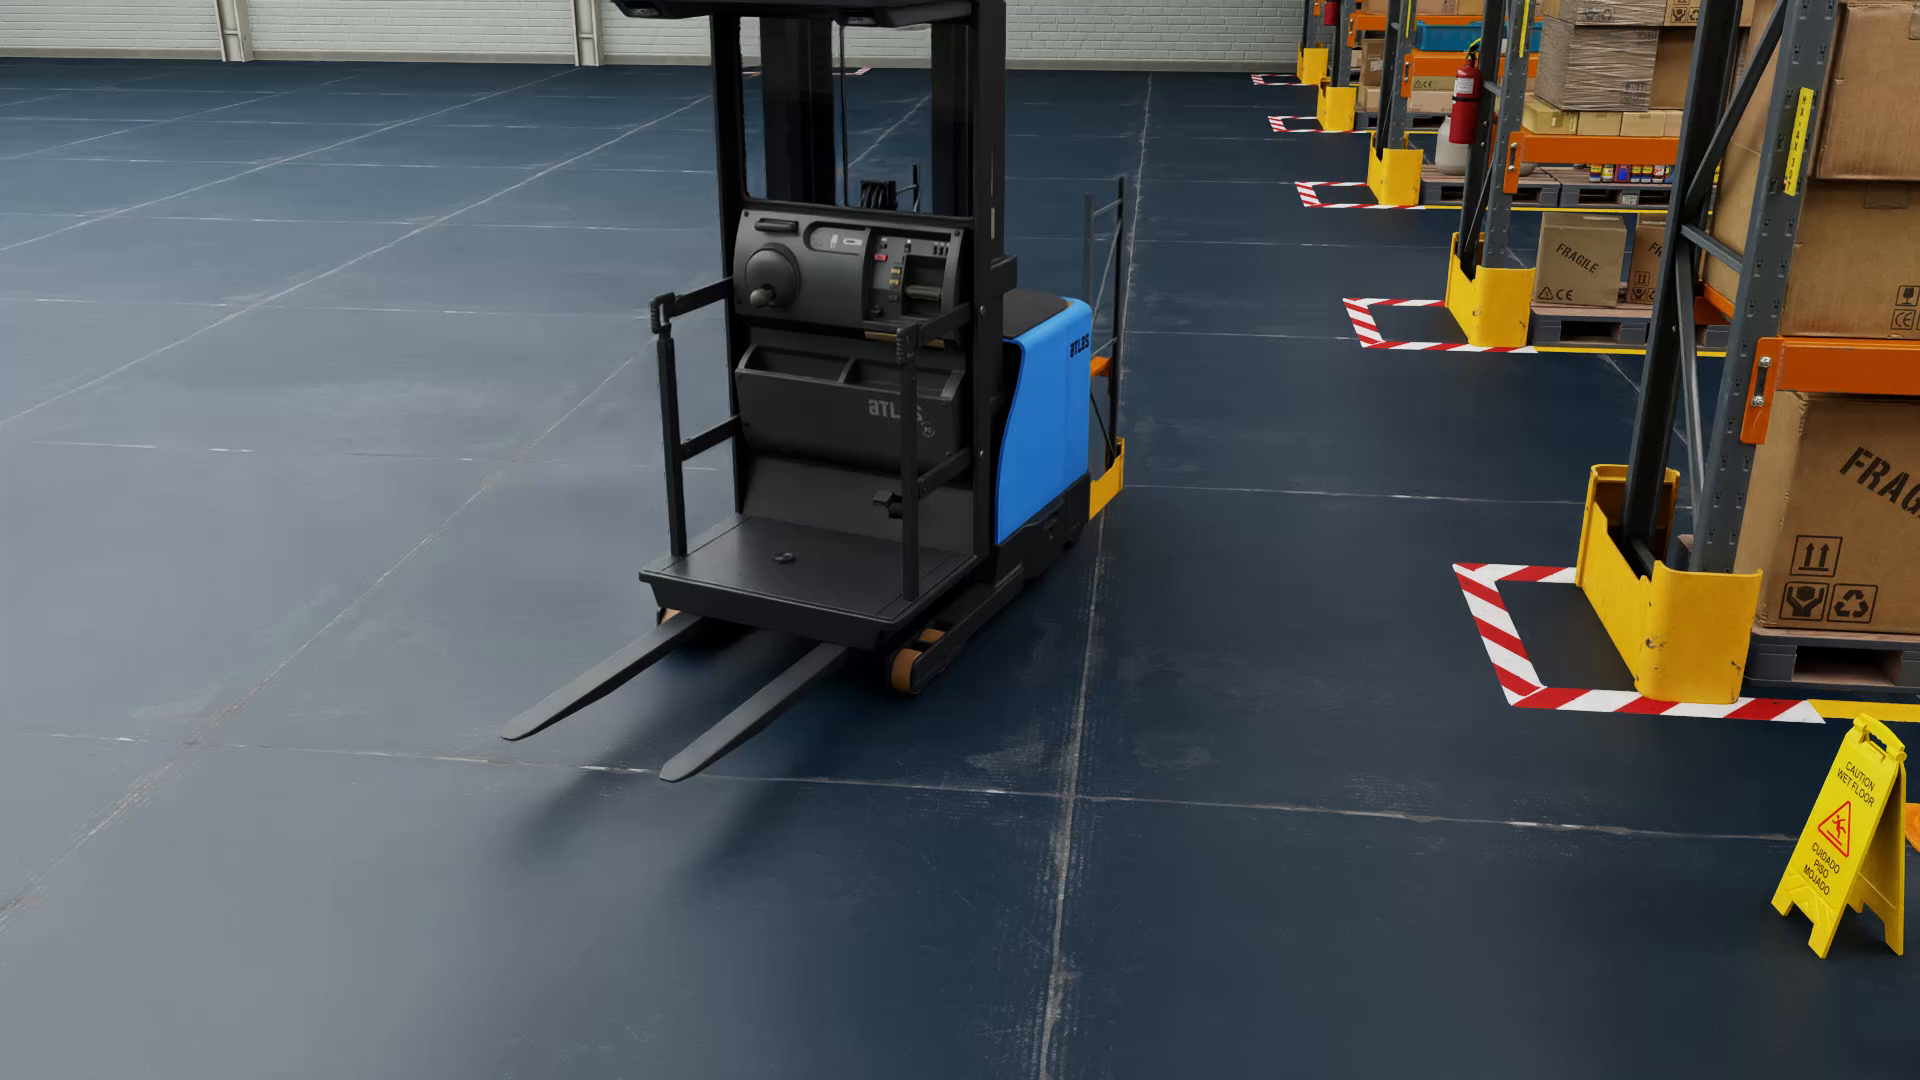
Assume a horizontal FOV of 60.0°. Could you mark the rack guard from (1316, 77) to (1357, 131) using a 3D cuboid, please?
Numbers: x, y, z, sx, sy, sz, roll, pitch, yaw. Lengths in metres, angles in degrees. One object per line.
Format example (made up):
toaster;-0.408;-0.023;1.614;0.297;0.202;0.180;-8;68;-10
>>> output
rack guard;4.552;-5.284;20.126;0.348;0.500;1.175;2;22;6

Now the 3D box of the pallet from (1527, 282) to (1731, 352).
pallet;4.284;-1.481;10.899;1.213;0.211;1.003;2;22;6

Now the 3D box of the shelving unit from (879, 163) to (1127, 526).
shelving unit;0.184;-0.933;7.760;1.083;1.500;0.587;9;23;22

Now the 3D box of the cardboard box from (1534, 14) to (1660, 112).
cardboard box;3.949;-2.980;10.358;0.500;0.500;0.875;2;22;6

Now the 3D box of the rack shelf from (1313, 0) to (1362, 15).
rack shelf;7.141;-7.834;24.153;4.000;0.370;1.077;2;22;6

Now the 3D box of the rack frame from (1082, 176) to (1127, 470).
rack frame;0.643;-0.860;7.576;0.032;1.500;0.500;9;23;22

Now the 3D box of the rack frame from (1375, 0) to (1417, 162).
rack frame;3.989;-4.638;15.090;0.127;3.000;1.000;2;22;6

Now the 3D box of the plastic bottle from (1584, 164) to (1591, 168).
plastic bottle;5.982;-3.661;15.717;0.133;0.283;0.061;3;22;8

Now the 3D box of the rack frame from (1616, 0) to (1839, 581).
rack frame;2.722;-1.023;5.947;0.127;3.000;1.000;2;22;6

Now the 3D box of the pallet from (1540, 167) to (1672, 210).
pallet;6.084;-3.264;15.408;1.213;0.211;1.003;2;22;6

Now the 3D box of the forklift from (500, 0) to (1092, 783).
forklift;-0.508;-0.985;5.944;1.130;2.935;3.031;10;24;24

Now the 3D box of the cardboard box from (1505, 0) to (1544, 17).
cardboard box;6.575;-6.401;19.416;0.500;0.500;0.700;3;22;8

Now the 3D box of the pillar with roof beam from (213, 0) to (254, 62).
pillar with roof beam;-12.430;-10.537;21.853;0.400;9.000;9.100;2;22;6

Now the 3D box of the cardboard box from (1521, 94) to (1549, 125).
cardboard box;3.713;-2.775;10.722;0.250;0.149;0.380;2;22;6

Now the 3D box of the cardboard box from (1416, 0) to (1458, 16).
cardboard box;5.560;-6.446;19.530;0.500;0.500;0.700;3;22;8

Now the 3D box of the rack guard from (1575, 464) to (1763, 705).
rack guard;2.698;0.139;6.409;0.348;0.500;1.175;2;22;6

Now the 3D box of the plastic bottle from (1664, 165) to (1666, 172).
plastic bottle;6.606;-3.560;15.471;0.135;0.276;0.152;2;22;6

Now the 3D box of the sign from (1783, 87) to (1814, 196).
sign;2.651;-1.260;5.261;0.005;0.325;0.100;2;22;6

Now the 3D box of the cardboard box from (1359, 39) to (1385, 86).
cardboard box;5.143;-5.797;20.171;0.500;0.500;0.500;2;22;6

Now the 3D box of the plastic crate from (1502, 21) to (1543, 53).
plastic crate;5.165;-4.626;15.263;0.408;0.251;0.499;2;22;6

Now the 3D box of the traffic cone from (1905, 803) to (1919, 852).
traffic cone;3.082;0.699;5.044;0.334;0.463;0.336;2;22;6

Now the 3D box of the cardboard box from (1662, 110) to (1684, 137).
cardboard box;4.404;-2.576;10.216;0.250;0.149;0.380;2;22;6

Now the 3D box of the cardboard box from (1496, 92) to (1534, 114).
cardboard box;6.571;-5.193;19.663;0.500;0.250;0.500;2;22;6

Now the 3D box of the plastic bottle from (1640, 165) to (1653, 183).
plastic bottle;6.192;-3.362;14.976;0.097;0.271;0.097;0;22;0

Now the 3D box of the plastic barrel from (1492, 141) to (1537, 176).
plastic barrel;5.149;-3.654;15.414;0.421;0.512;0.421;0;22;0

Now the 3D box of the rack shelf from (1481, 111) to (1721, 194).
rack shelf;5.392;-2.408;10.429;4.000;0.370;1.077;2;22;6

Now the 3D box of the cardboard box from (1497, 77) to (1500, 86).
cardboard box;6.077;-5.569;19.595;0.500;0.500;0.500;2;22;6

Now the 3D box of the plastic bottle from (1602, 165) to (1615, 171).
plastic bottle;6.099;-3.600;15.561;0.133;0.283;0.061;2;22;6

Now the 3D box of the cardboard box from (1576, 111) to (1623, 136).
cardboard box;3.907;-2.595;10.266;0.250;0.149;0.380;2;22;6

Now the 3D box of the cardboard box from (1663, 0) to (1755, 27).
cardboard box;4.416;-3.331;9.886;0.500;0.500;0.500;2;22;6

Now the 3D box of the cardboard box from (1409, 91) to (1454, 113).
cardboard box;5.579;-5.238;19.777;0.500;0.250;0.500;2;22;6

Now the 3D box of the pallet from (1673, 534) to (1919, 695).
pallet;3.525;0.280;6.444;1.213;0.211;1.003;2;22;6

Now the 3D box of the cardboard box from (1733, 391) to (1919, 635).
cardboard box;3.403;-0.225;6.247;0.875;0.875;0.875;3;22;7

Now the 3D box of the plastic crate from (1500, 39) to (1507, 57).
plastic crate;4.840;-4.359;14.744;0.250;0.136;0.298;2;22;6

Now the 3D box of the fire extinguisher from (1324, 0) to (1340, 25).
fire extinguisher;4.513;-6.585;20.120;0.183;0.674;0.296;2;22;6

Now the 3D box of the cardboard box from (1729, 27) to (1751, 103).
cardboard box;4.951;-2.965;10.319;0.500;0.500;0.875;2;22;6

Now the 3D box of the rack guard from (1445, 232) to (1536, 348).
rack guard;3.481;-1.663;10.967;0.348;0.500;1.175;2;22;6

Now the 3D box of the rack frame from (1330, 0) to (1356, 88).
rack frame;4.576;-6.446;19.664;0.127;3.000;1.000;2;22;6

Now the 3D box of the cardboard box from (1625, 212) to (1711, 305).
cardboard box;4.622;-1.816;10.781;0.500;0.500;0.500;8;23;20

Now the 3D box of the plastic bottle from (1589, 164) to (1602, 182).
plastic bottle;5.753;-3.381;15.025;0.097;0.271;0.097;0;22;0

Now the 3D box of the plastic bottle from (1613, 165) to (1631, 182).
plastic bottle;5.975;-3.370;14.981;0.133;0.283;0.061;3;22;7

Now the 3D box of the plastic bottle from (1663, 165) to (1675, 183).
plastic bottle;6.394;-3.353;14.954;0.097;0.271;0.097;0;22;0

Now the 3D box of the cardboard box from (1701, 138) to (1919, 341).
cardboard box;3.096;-1.093;5.920;0.550;0.550;0.875;2;22;6

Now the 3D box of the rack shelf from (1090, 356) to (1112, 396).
rack shelf;0.176;-0.767;7.829;1.000;0.185;0.538;9;23;22
